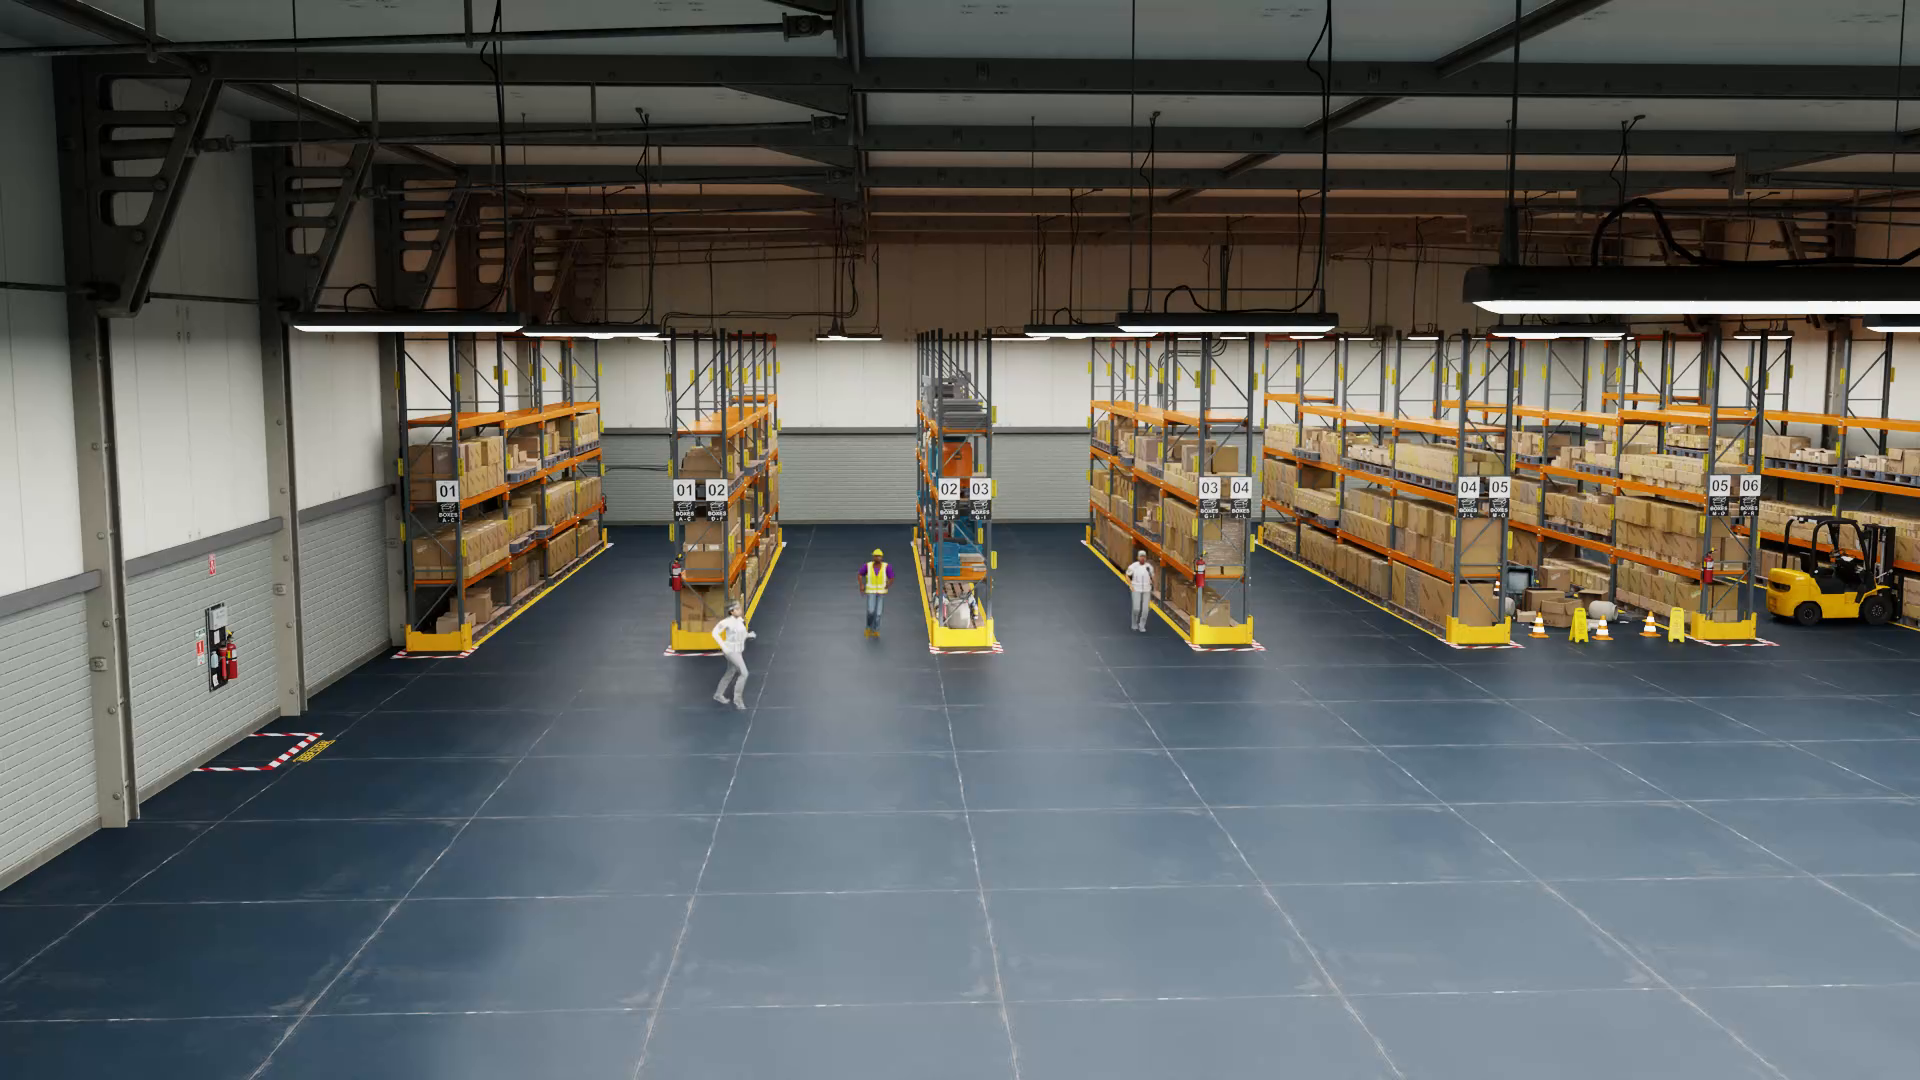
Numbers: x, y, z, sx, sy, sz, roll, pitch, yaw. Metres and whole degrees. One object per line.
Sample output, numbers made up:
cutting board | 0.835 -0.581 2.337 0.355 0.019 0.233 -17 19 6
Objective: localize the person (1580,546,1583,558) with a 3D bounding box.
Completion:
person | 15.868 -0.116 42.761 0.591 1.627 0.664 0 7 3

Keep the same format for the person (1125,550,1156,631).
person | 3.604 1.030 33.006 0.578 1.612 0.549 -1 7 -5

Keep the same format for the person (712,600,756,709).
person | -3.562 1.811 26.284 0.720 1.757 0.579 2 7 19

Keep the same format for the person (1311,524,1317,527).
person | 10.417 -0.730 48.351 0.597 1.548 0.473 -4 8 -34

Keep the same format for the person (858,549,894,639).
person | -1.620 1.048 32.405 0.697 1.754 0.666 -1 7 -8
